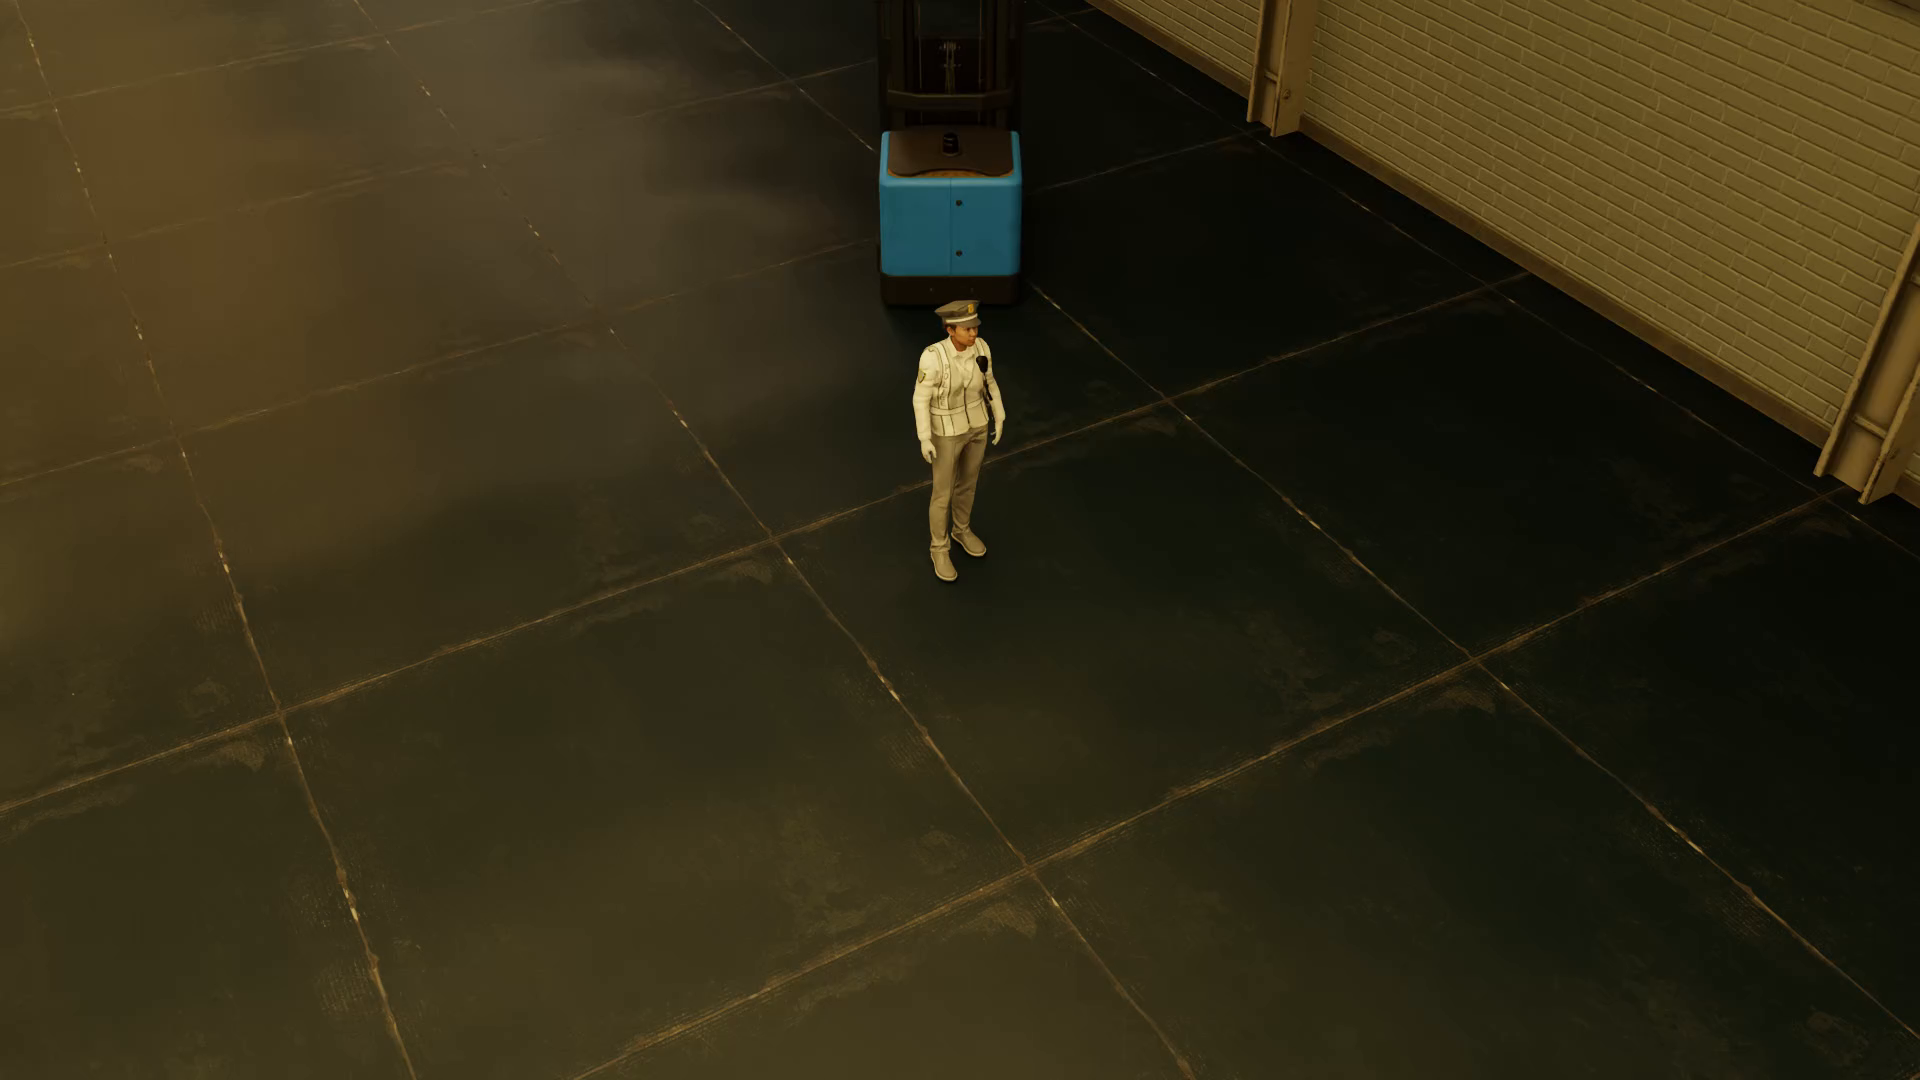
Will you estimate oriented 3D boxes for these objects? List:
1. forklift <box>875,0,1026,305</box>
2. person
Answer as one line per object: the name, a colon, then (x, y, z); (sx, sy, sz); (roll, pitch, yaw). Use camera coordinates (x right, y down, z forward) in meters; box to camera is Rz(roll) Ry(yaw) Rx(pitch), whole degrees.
forklift: (-0.077, -3.785, 12.599); (1.130, 2.935, 3.031); (0, 40, 0)
person: (0.029, -0.618, 9.738); (0.588, 1.695, 0.531); (-20, 44, -23)
